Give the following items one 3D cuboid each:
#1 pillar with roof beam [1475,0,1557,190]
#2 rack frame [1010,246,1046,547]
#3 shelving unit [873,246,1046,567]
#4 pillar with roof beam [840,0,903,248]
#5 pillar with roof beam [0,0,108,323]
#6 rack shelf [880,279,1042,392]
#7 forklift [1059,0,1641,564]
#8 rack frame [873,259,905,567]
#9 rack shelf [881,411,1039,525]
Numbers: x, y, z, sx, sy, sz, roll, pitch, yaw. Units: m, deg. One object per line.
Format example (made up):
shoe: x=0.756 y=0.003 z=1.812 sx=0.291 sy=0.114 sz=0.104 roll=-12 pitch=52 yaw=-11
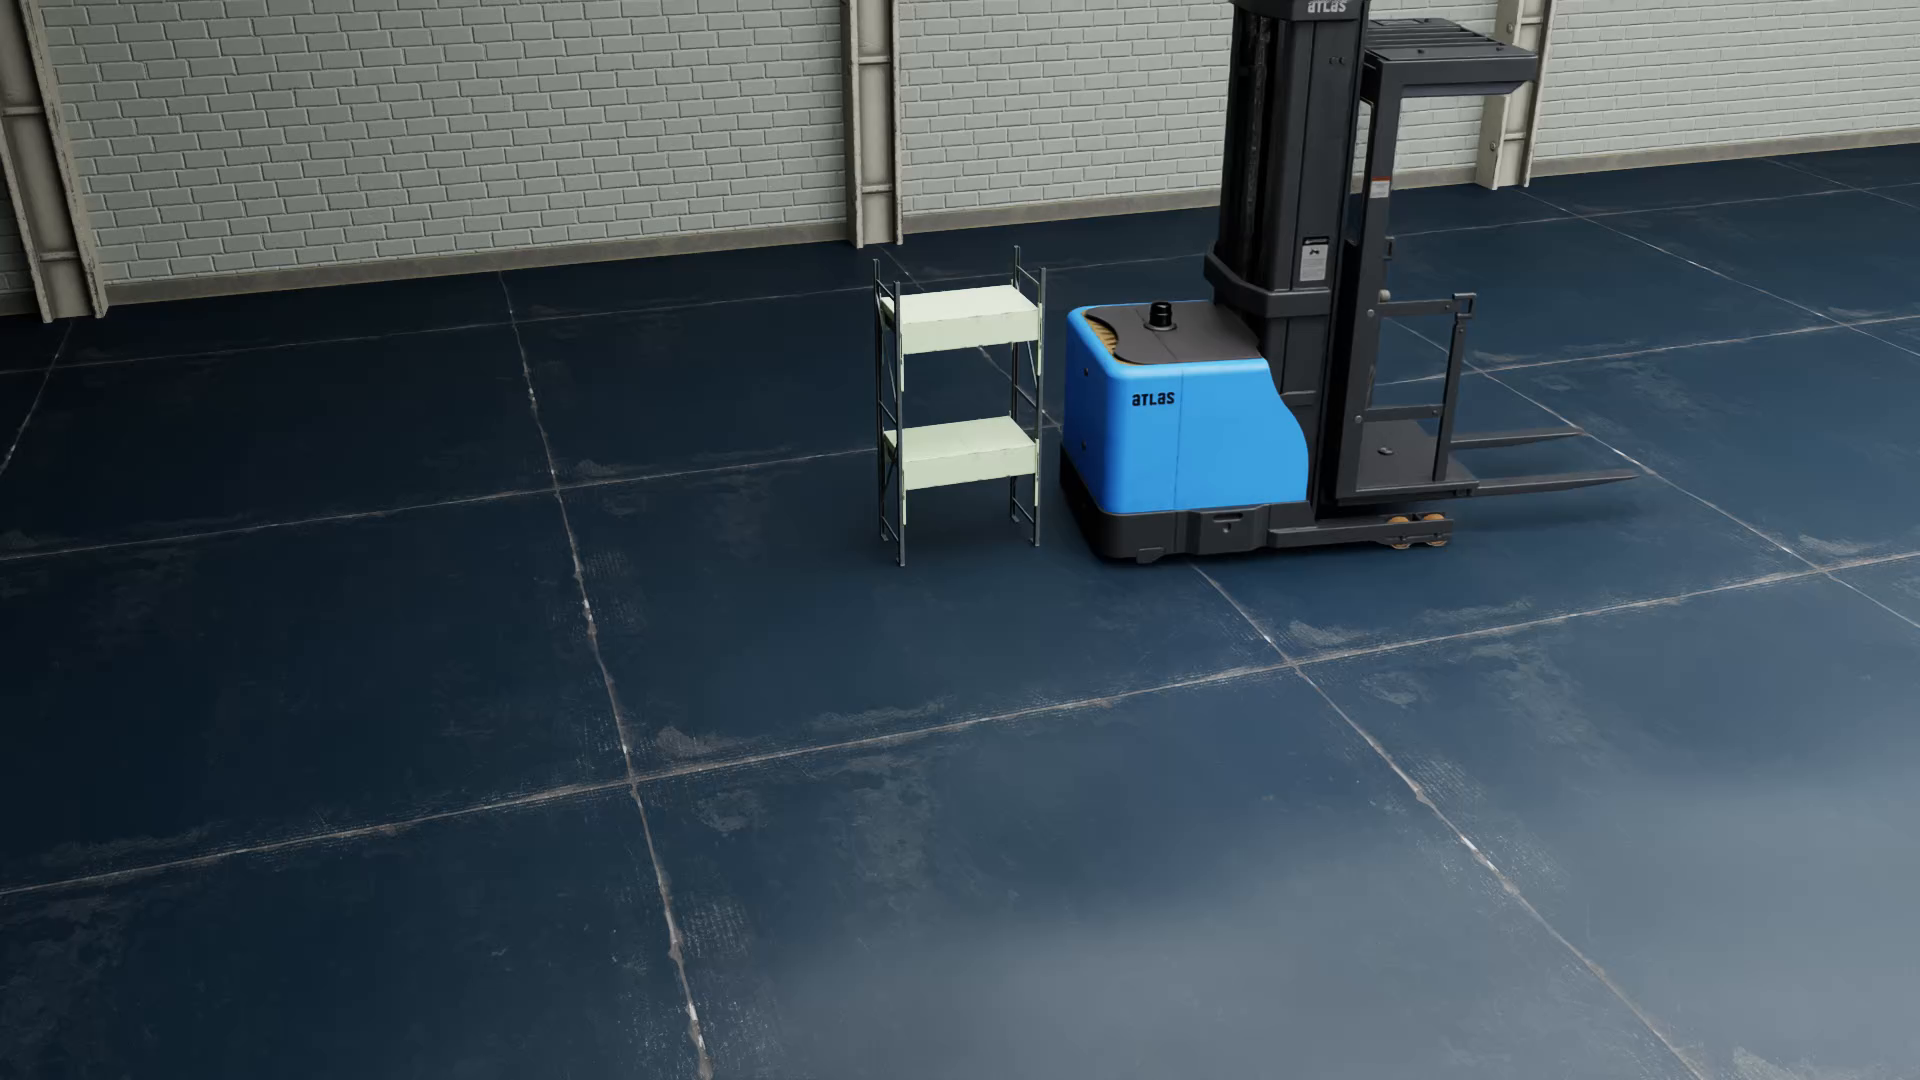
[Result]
pillar with roof beam: x=6.337 y=-5.504 z=9.717 sx=0.400 sy=9.000 sz=9.100 roll=-8 pitch=28 yaw=-16
rack frame: x=0.342 y=-0.721 z=8.516 sx=0.023 sy=1.500 sz=0.400 roll=-8 pitch=28 yaw=-16
shelving unit: x=-0.006 y=-0.671 z=8.415 sx=0.755 sy=1.500 sz=0.431 roll=-8 pitch=28 yaw=-16
pillar with roof beam: x=0.632 y=-4.678 z=8.052 sx=0.400 sy=9.000 sz=9.100 roll=-8 pitch=28 yaw=-16
pillar with roof beam: x=-5.073 y=-3.851 z=6.388 sx=0.400 sy=9.000 sz=9.100 roll=-8 pitch=28 yaw=-16
rack shelf: x=-0.006 y=-1.020 z=8.241 sx=0.720 sy=0.370 sz=0.431 roll=-8 pitch=28 yaw=-16
forklift: x=2.117 y=-1.493 z=8.460 sx=3.031 sy=2.935 sz=1.130 roll=-4 pitch=27 yaw=-9
rack frame: x=-0.354 y=-0.620 z=8.313 sx=0.023 sy=1.500 sz=0.400 roll=-8 pitch=28 yaw=-16
rack shelf: x=-0.006 y=-0.379 z=8.560 sx=0.720 sy=0.370 sz=0.431 roll=-8 pitch=28 yaw=-16
